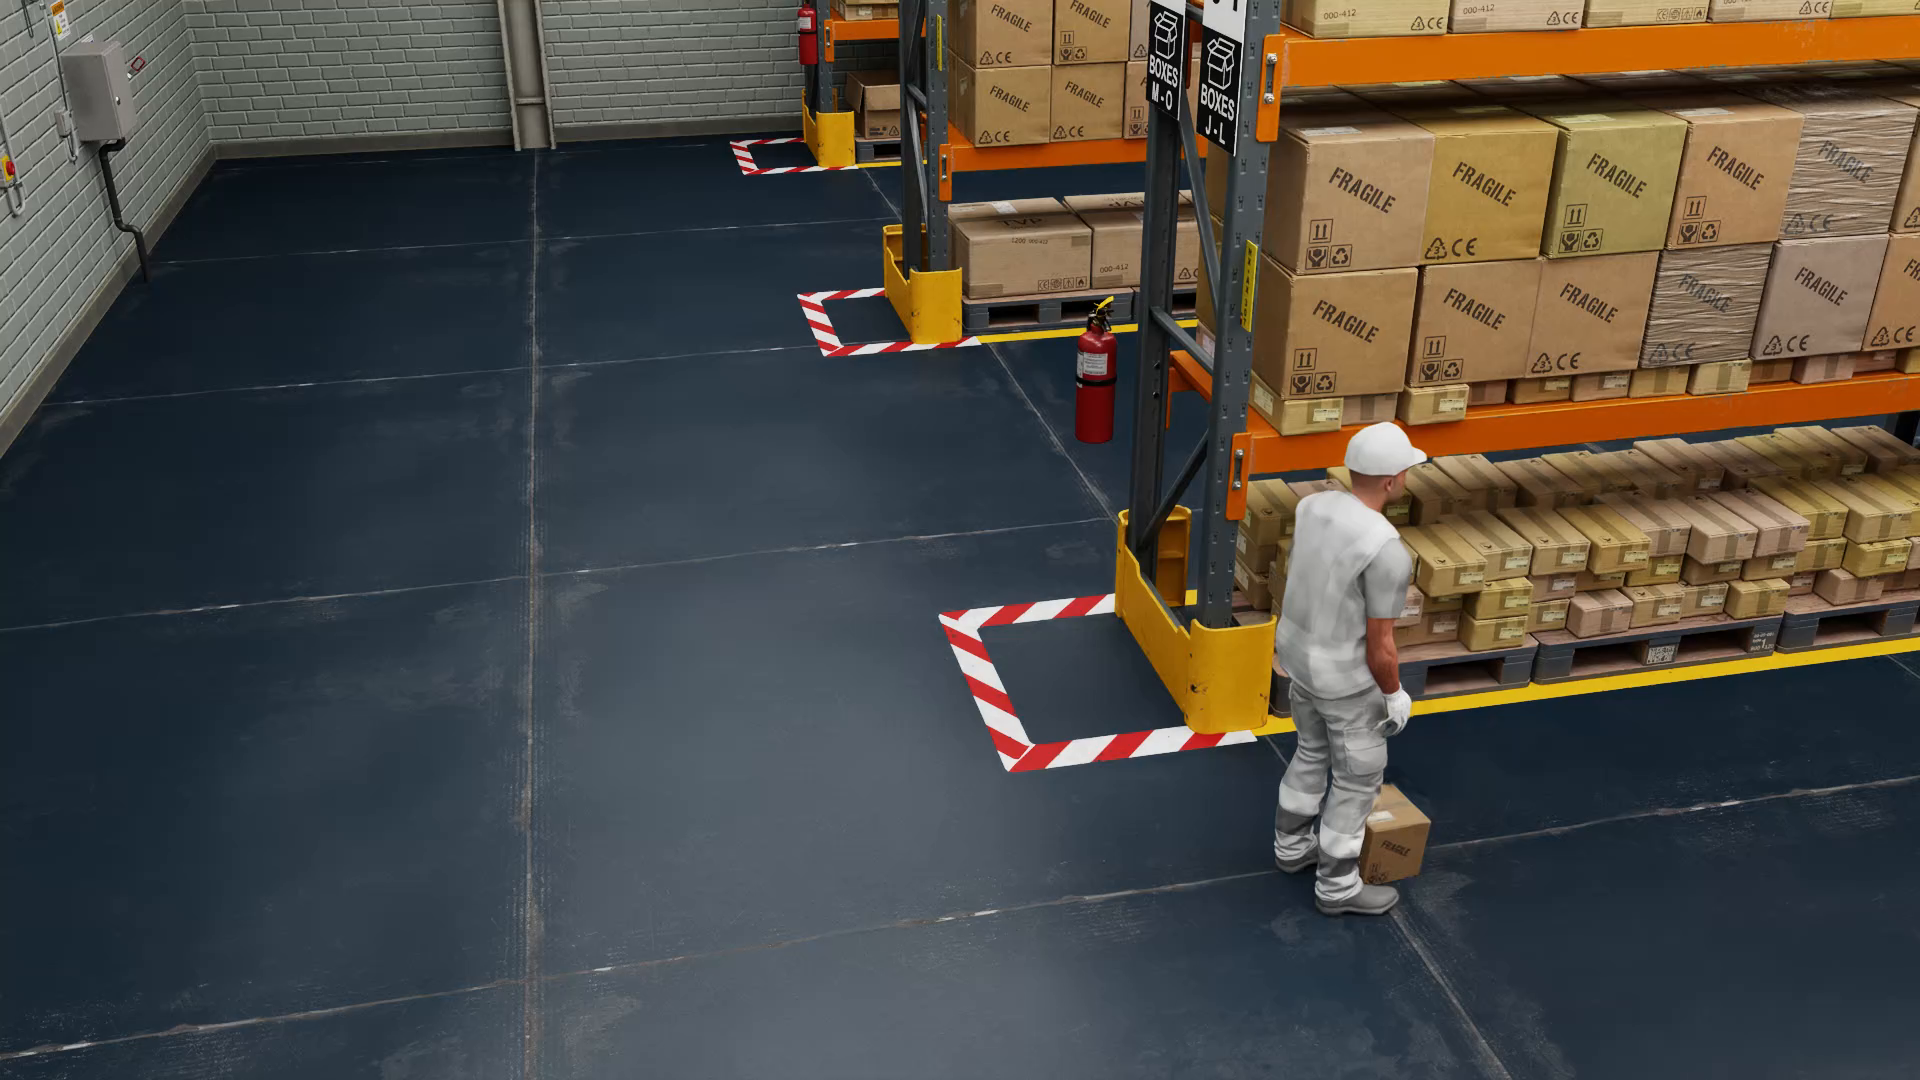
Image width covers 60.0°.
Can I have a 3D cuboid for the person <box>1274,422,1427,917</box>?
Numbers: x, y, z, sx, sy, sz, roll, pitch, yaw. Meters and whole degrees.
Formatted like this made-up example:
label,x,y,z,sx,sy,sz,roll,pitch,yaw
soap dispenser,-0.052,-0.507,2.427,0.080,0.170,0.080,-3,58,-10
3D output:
label,x,y,z,sx,sy,sz,roll,pitch,yaw
person,1.319,0.444,5.707,0.441,1.780,0.579,-10,28,-19
